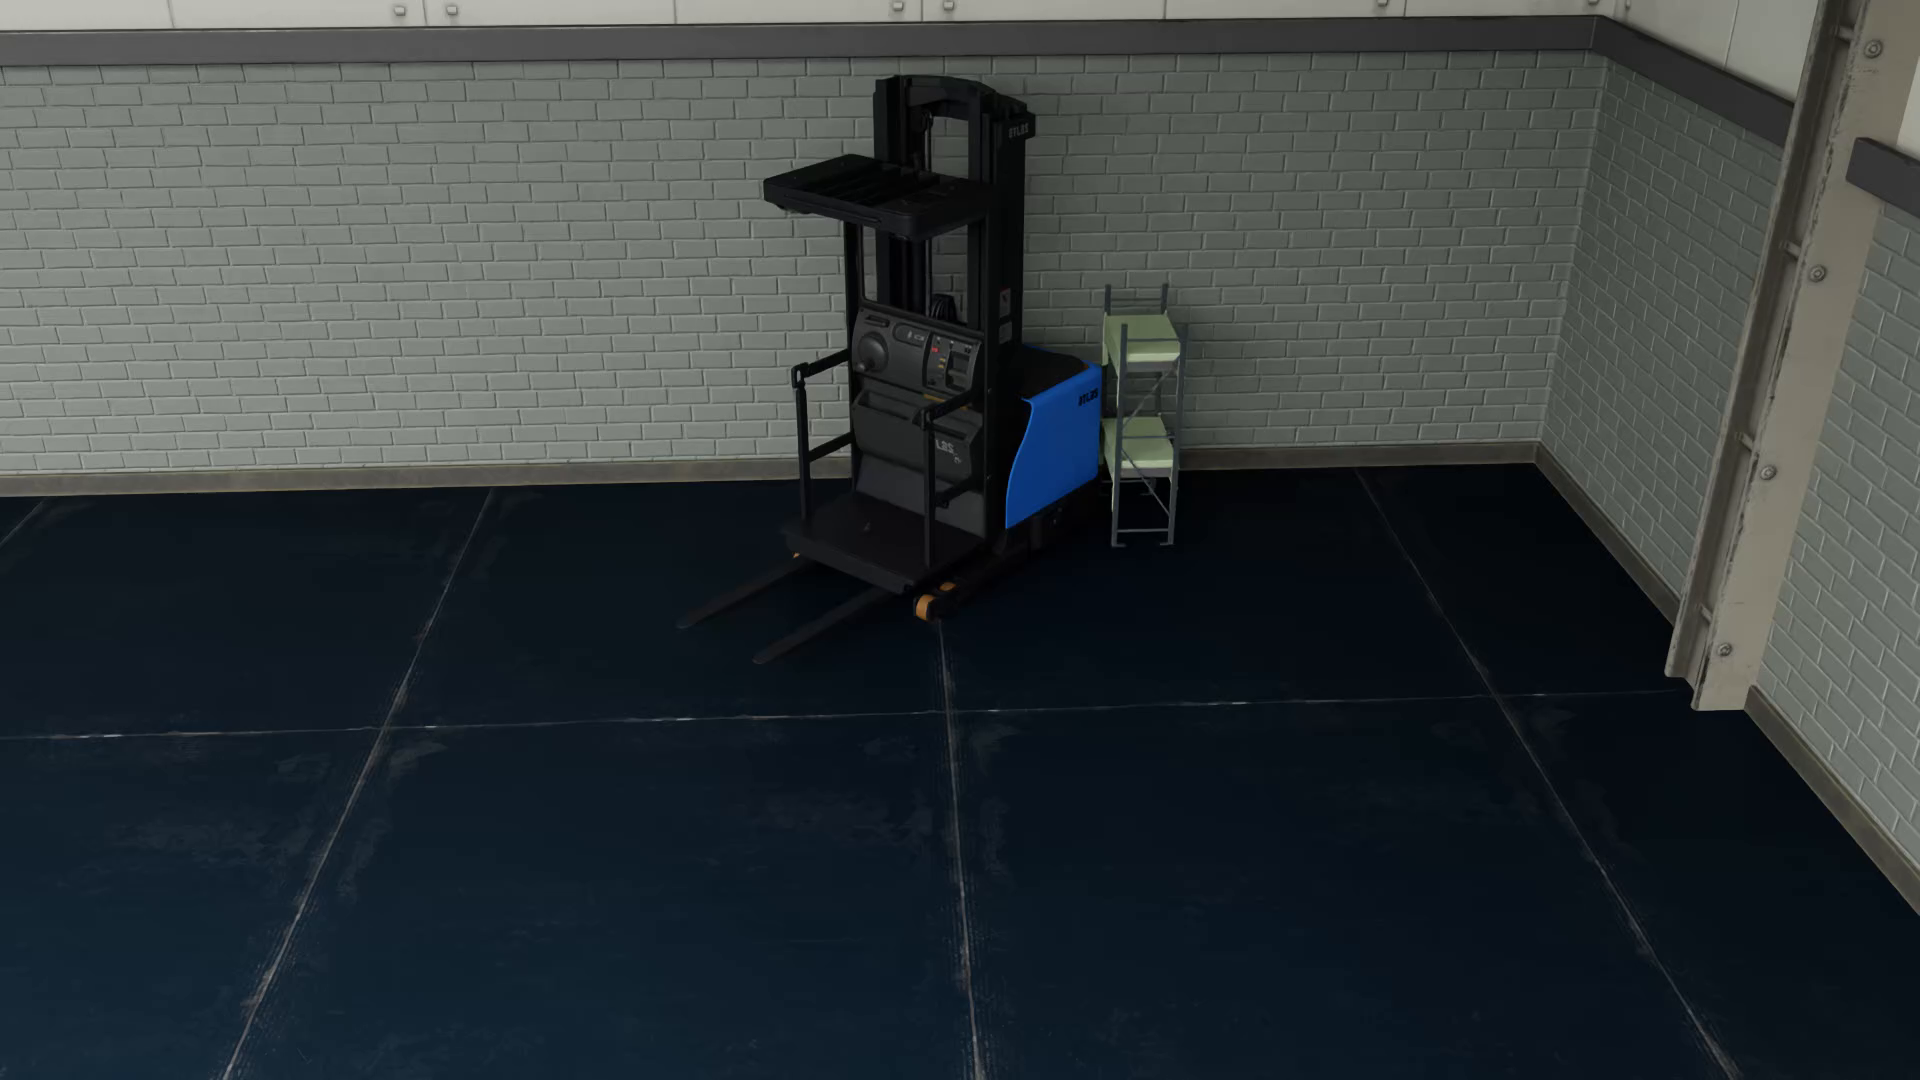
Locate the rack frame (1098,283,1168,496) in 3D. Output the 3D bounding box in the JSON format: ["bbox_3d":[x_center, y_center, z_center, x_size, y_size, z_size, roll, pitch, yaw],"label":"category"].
[{"bbox_3d":[1.132,-0.974,10.995,0.400,1.500,0.023,-1,28,-3],"label":"rack frame"}]

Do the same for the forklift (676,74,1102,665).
[{"bbox_3d":[-0.393,-1.074,9.639,1.130,2.935,3.031,20,34,34],"label":"forklift"}]

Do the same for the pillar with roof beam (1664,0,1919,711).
[{"bbox_3d":[-0.188,-3.059,6.885,9.100,9.000,0.400,-1,28,-3],"label":"pillar with roof beam"}]

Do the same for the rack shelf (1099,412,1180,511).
[{"bbox_3d":[1.152,-0.516,10.821,0.431,0.370,0.720,-1,28,-3],"label":"rack shelf"}]

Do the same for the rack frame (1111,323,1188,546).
[{"bbox_3d":[1.171,-0.636,10.346,0.400,1.500,0.023,-1,28,-3],"label":"rack frame"}]

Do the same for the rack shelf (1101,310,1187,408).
[{"bbox_3d":[1.152,-1.151,10.490,0.431,0.370,0.720,-1,28,-3],"label":"rack shelf"}]

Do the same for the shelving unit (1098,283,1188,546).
[{"bbox_3d":[1.152,-0.805,10.670,0.431,1.500,0.755,-1,28,-3],"label":"shelving unit"}]
